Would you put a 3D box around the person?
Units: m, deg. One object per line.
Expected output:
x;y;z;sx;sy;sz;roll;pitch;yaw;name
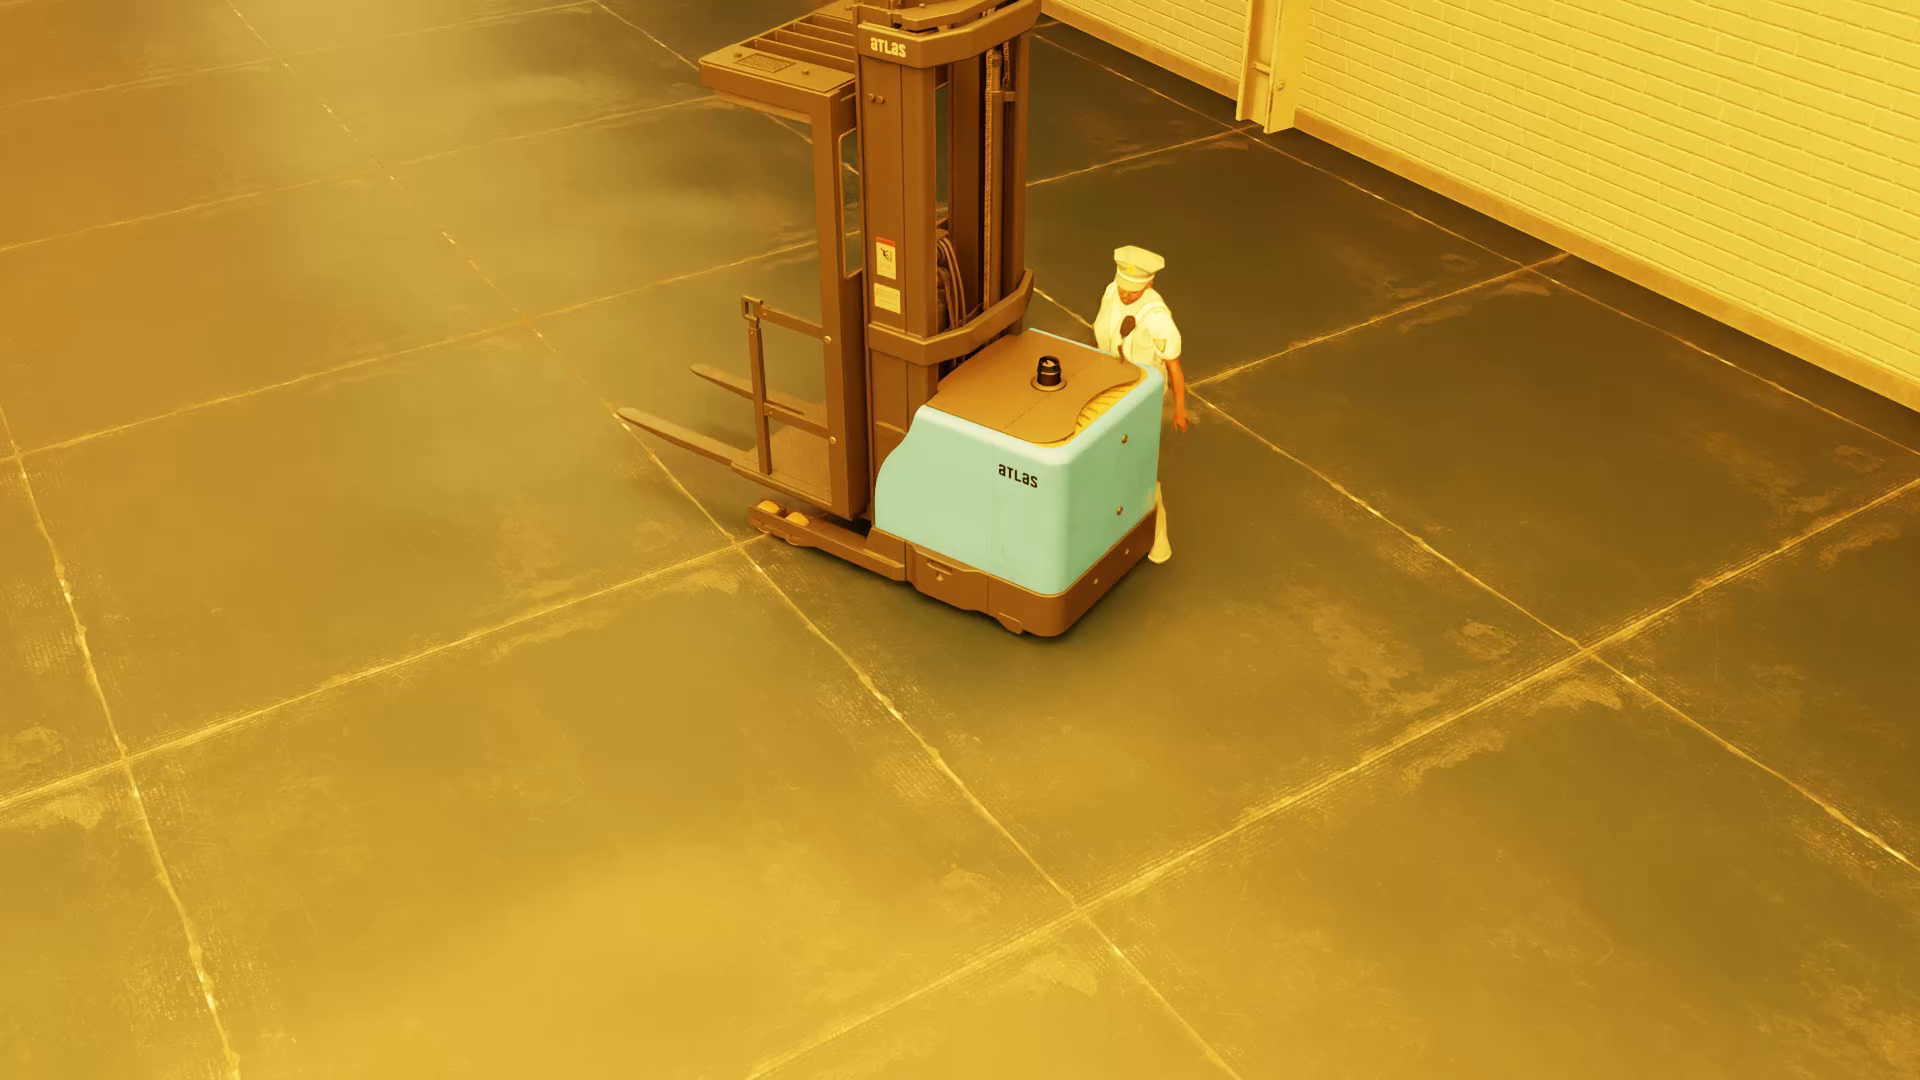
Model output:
0.877;-0.740;8.374;0.431;1.635;0.810;-21;40;-27;person

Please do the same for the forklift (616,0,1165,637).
-0.500;-1.399;8.138;3.031;2.935;1.130;22;41;28;forklift
